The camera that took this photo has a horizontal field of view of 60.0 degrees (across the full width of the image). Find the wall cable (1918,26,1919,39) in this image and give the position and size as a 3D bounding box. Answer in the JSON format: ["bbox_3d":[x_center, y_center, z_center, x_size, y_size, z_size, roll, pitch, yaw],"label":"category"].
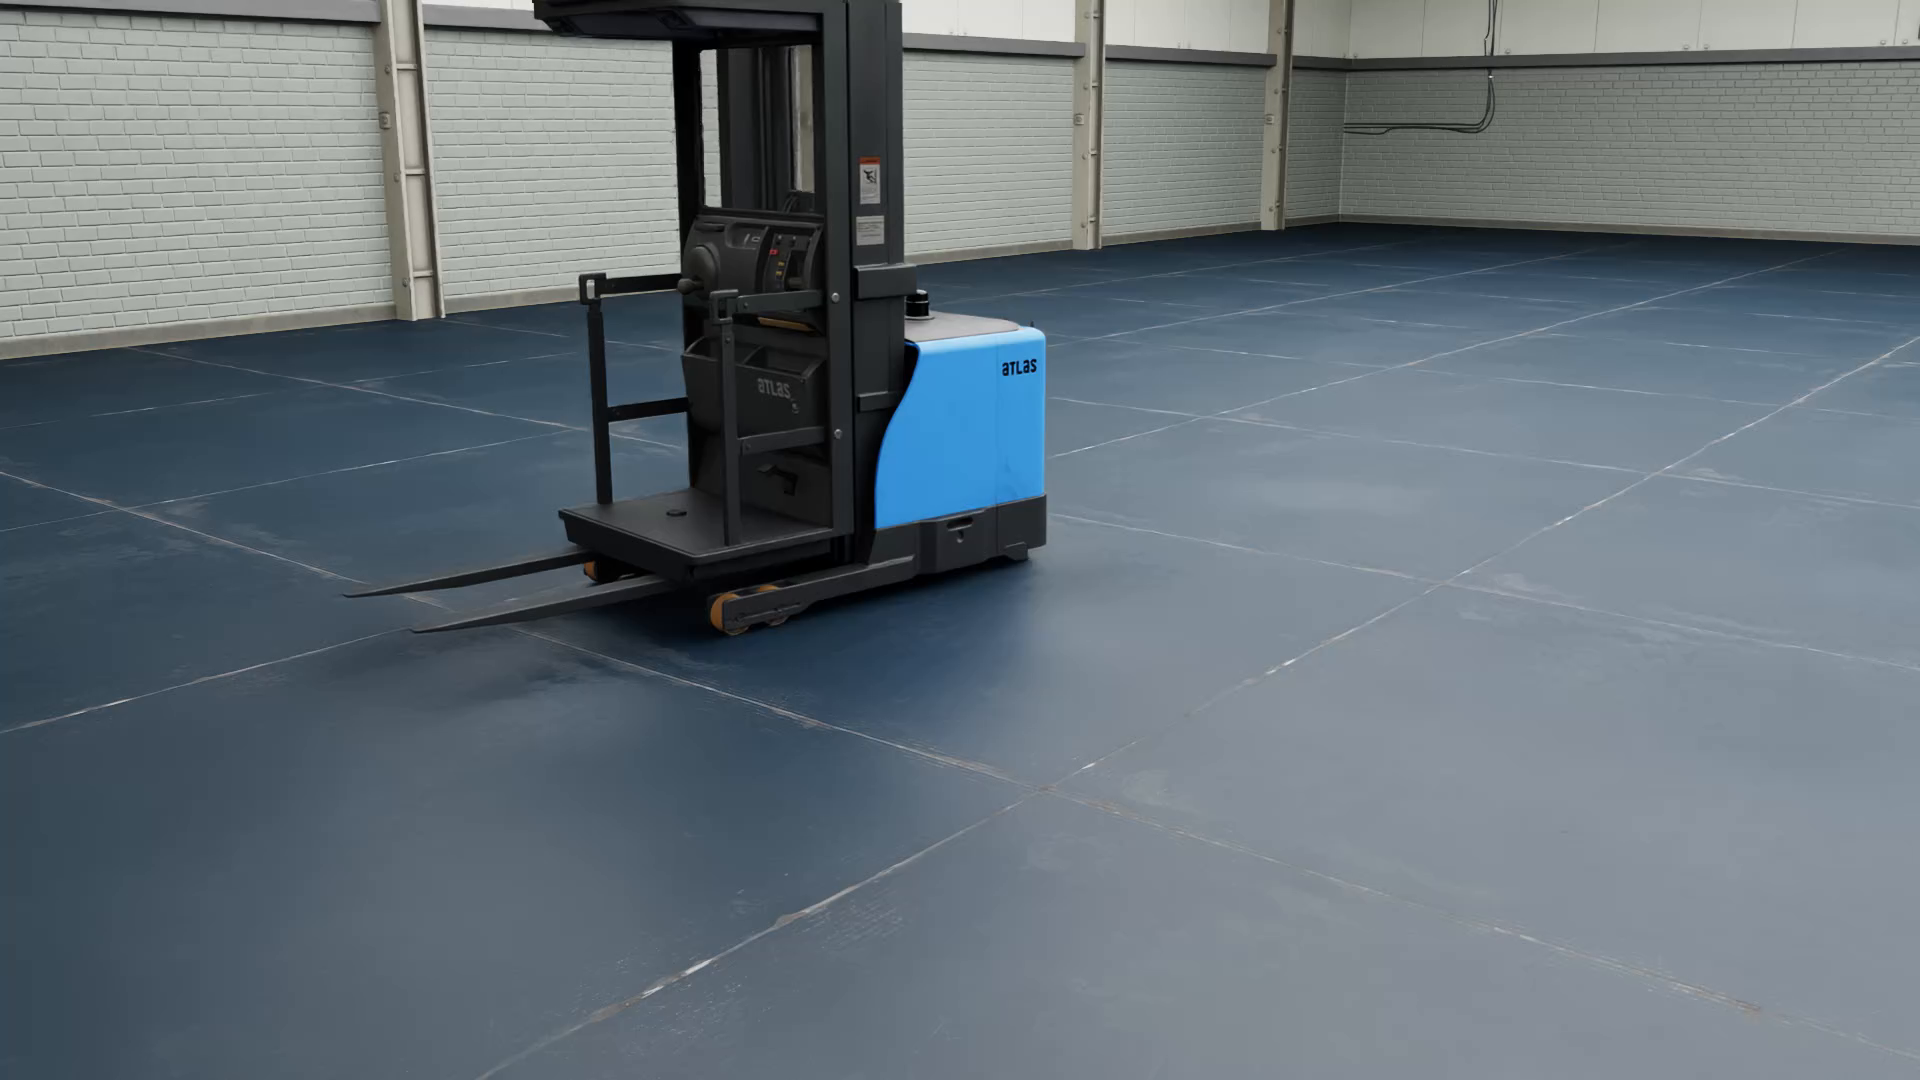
[{"bbox_3d":[16.012,-10.632,24.790,2.305,6.003,0.169,11,18,38],"label":"wall cable"}]

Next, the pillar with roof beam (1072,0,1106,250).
[{"bbox_3d":[5.335,-8.281,22.443,9.100,9.000,0.400,11,18,38],"label":"pillar with roof beam"}]

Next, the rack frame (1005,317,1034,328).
[{"bbox_3d":[0.289,-0.564,8.210,0.008,1.050,0.200,-12,19,-40],"label":"rack frame"}]

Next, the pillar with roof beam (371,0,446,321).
[{"bbox_3d":[-2.207,-5.983,13.397,9.100,9.000,0.400,11,18,38],"label":"pillar with roof beam"}]

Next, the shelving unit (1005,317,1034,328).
[{"bbox_3d":[0.198,-0.544,8.131,0.252,1.050,0.215,-12,19,-40],"label":"shelving unit"}]

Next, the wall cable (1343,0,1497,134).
[{"bbox_3d":[8.638,-8.951,31.386,3.097,2.526,0.112,11,18,38],"label":"wall cable"}]

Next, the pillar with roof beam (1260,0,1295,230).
[{"bbox_3d":[9.106,-9.430,26.966,9.100,9.000,0.400,11,18,38],"label":"pillar with roof beam"}]

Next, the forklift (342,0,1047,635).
[{"bbox_3d":[-1.032,-1.186,6.837,3.031,2.935,1.130,-12,19,-40],"label":"forklift"}]

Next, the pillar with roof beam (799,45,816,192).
[{"bbox_3d":[1.564,-7.132,17.920,9.100,9.000,0.400,11,18,38],"label":"pillar with roof beam"}]
